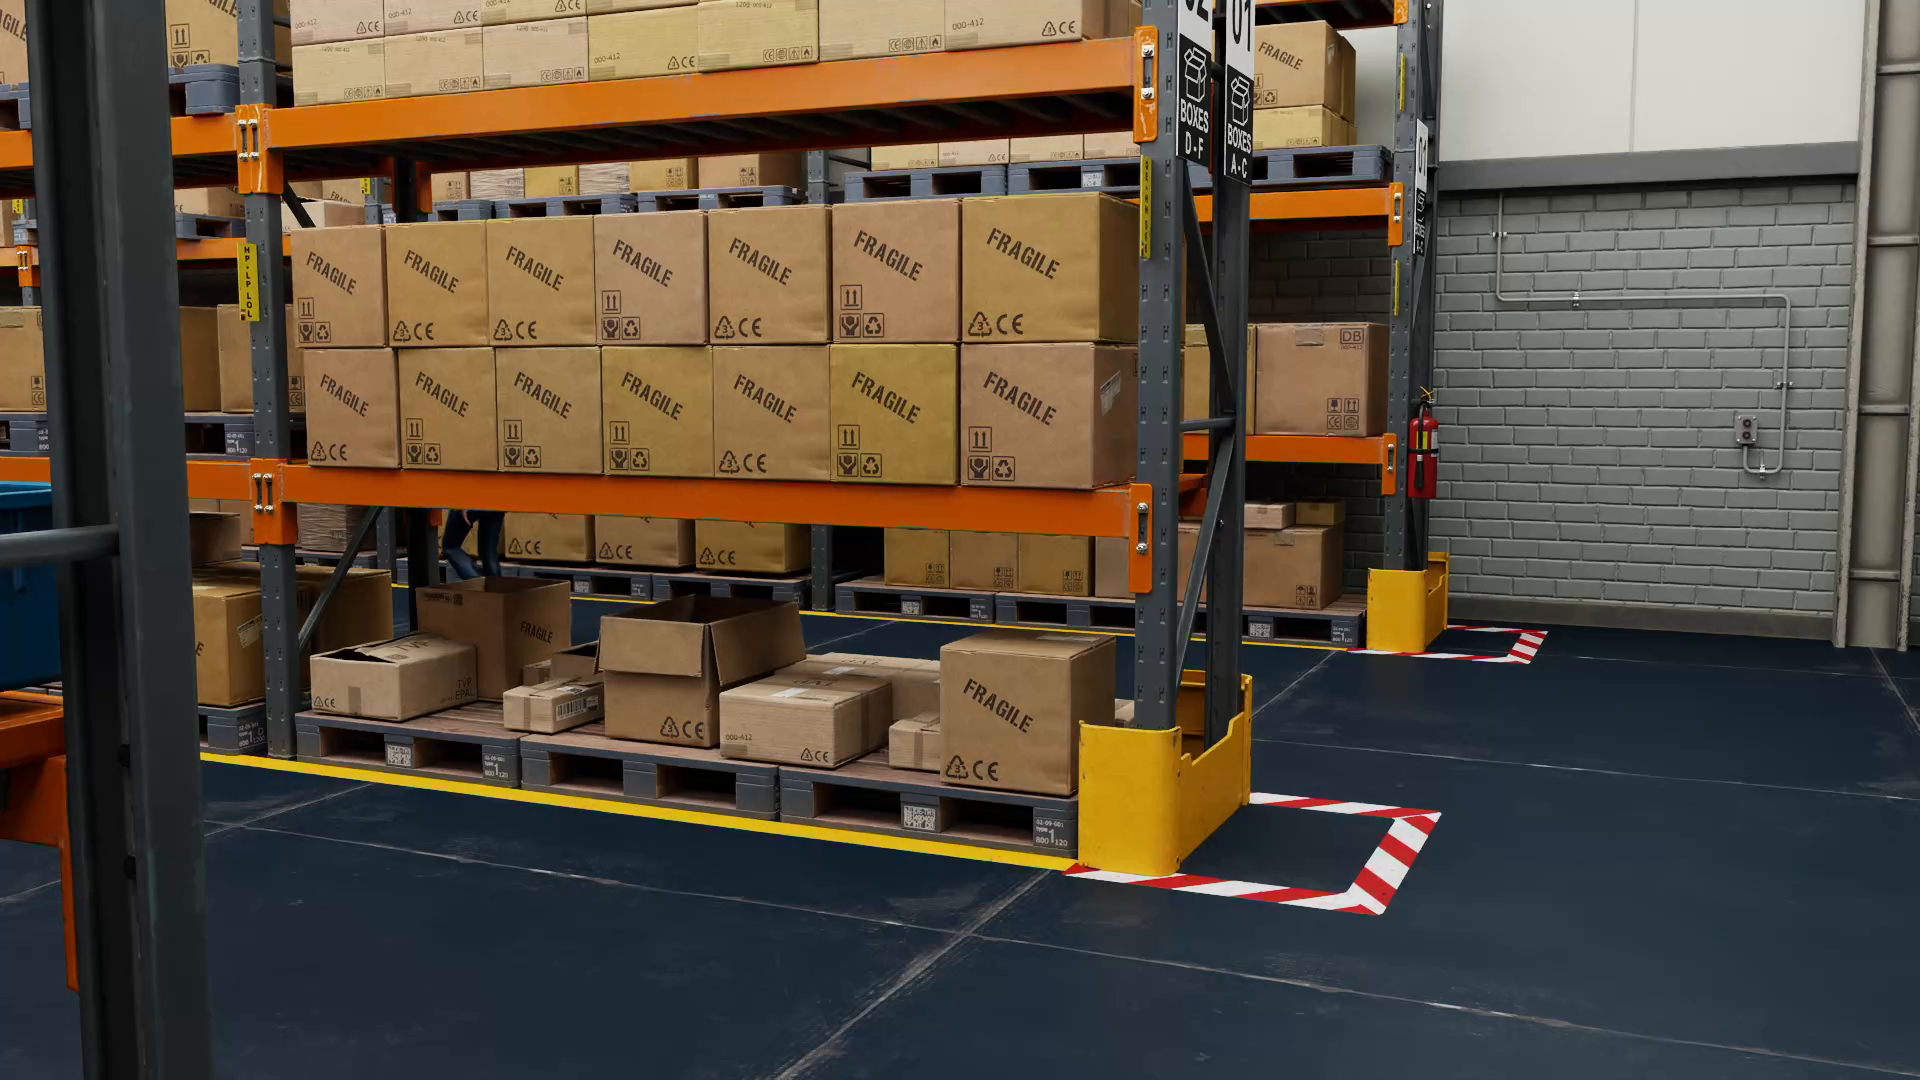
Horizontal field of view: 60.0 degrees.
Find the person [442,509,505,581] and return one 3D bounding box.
[{"bbox_3d":[-3.217,-0.235,11.077,0.387,1.598,0.412,5,8,41],"label":"person"}]
